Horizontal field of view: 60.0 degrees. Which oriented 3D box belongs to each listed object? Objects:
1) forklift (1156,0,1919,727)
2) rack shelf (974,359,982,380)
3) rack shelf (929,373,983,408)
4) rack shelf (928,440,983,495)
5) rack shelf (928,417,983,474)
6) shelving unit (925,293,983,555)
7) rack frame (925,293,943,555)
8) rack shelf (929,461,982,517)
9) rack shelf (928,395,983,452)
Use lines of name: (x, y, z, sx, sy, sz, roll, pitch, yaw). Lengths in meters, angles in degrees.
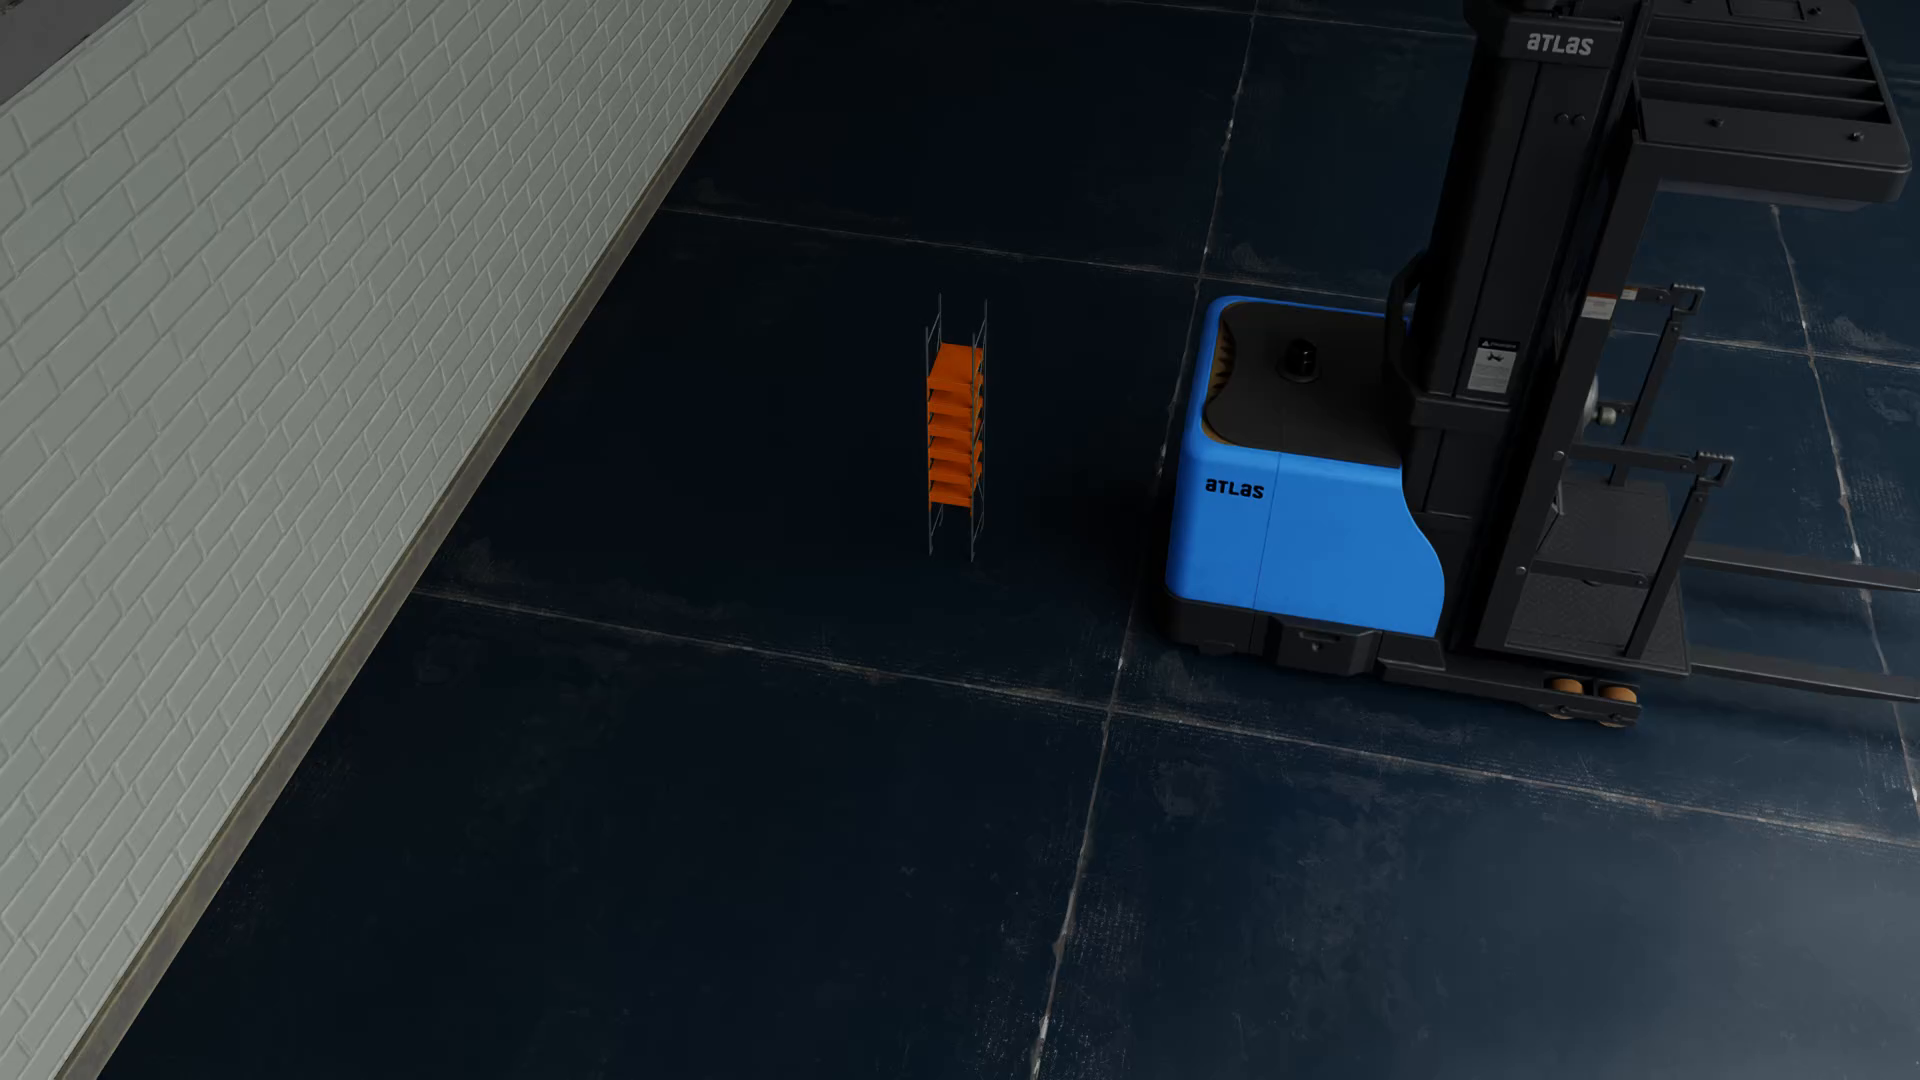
forklift: (2.369, -0.687, 5.907, 3.031, 2.797, 1.129, 9, 45, 9)
rack shelf: (-0.014, -0.676, 6.564, 0.166, 0.020, 0.199, 9, 45, 9)
rack shelf: (-0.014, -0.595, 6.642, 0.171, 0.034, 0.221, 9, 45, 9)
rack shelf: (-0.014, -0.316, 6.910, 0.180, 0.103, 0.258, 9, 45, 9)
rack shelf: (-0.014, -0.402, 6.827, 0.180, 0.103, 0.258, 9, 45, 9)
shelving unit: (-0.016, -0.435, 6.797, 0.184, 1.200, 0.258, 9, 45, 9)
rack frame: (-0.103, -0.448, 6.811, 0.006, 1.200, 0.240, 9, 45, 9)
rack shelf: (-0.014, -0.230, 6.993, 0.180, 0.103, 0.258, 9, 45, 9)
rack shelf: (-0.014, -0.489, 6.744, 0.180, 0.103, 0.258, 9, 45, 9)
